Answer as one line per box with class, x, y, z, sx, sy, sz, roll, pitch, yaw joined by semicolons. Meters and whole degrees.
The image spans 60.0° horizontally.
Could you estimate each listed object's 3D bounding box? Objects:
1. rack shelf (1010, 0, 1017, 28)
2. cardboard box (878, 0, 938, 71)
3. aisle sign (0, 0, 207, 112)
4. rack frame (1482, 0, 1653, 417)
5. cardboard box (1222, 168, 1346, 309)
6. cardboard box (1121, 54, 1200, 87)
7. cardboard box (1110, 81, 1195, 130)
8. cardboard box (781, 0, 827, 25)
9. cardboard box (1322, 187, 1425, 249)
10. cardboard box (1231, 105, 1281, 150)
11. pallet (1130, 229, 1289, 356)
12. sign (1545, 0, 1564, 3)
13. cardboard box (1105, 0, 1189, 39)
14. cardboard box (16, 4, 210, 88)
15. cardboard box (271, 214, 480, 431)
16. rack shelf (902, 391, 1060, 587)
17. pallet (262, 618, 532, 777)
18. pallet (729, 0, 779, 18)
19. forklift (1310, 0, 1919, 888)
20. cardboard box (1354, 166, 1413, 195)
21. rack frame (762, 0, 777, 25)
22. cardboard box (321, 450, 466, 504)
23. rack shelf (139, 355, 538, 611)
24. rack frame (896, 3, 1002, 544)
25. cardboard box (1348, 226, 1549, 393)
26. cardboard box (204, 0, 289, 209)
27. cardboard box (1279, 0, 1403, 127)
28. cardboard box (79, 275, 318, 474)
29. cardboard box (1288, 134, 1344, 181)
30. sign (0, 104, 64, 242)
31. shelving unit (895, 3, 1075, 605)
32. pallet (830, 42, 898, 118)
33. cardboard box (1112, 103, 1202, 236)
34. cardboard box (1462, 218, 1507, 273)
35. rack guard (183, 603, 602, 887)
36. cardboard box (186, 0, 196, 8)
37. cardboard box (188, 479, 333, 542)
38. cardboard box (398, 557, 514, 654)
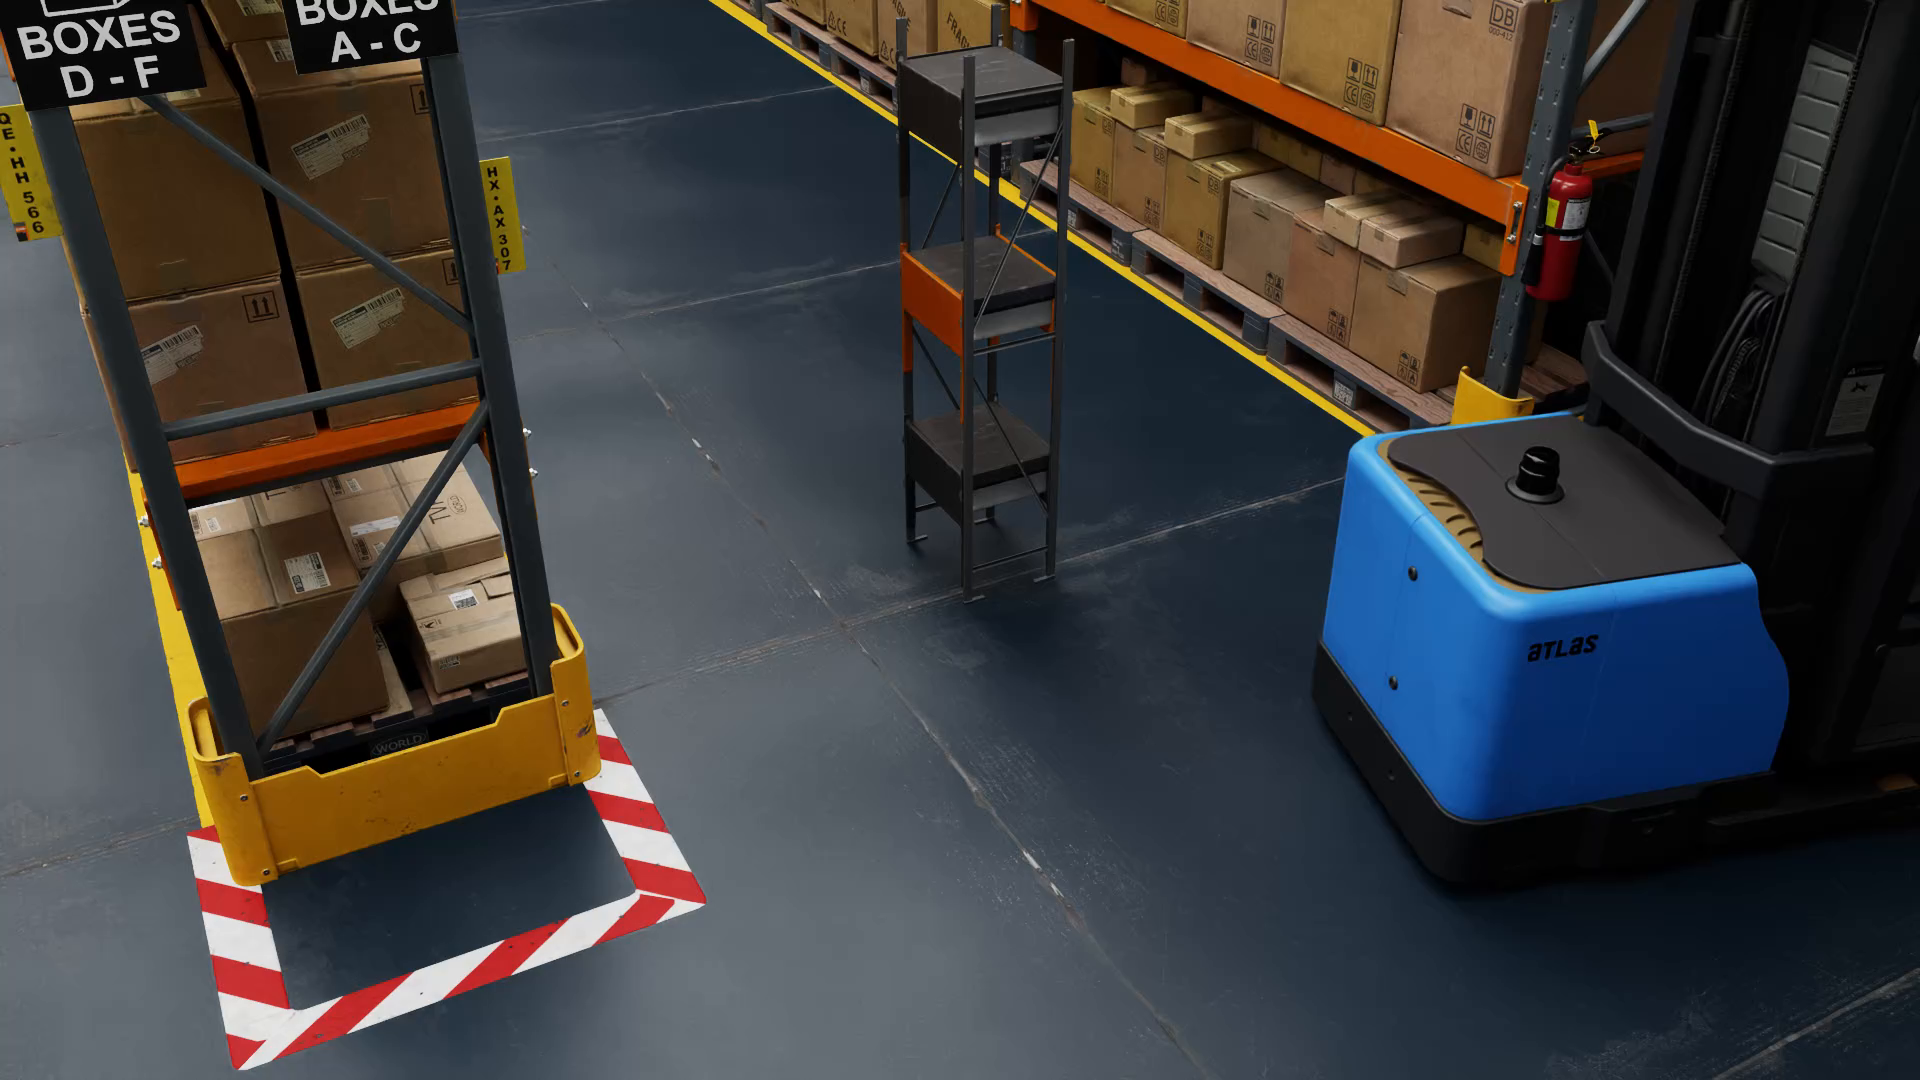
rack shelf;-0.154;-4.190;11.176;1.077;0.370;4.000;-16;36;-23
cardboard box;-0.057;-3.511;11.053;0.750;0.750;0.750;-15;35;-22
aisle sign;-1.976;-1.366;3.692;0.394;0.787;0.004;-16;36;-23
rack frame;2.643;-1.629;6.512;1.000;3.000;0.127;-16;36;-23
cardboard box;1.760;-1.541;8.303;0.700;0.500;0.500;-17;36;-25
cardboard box;1.145;-2.672;9.466;0.380;0.149;0.250;-16;36;-23
cardboard box;1.035;-2.343;8.954;0.380;0.149;0.250;-15;35;-22
cardboard box;-0.860;-4.335;12.339;0.750;0.750;0.750;-16;36;-24
cardboard box;1.888;-1.473;7.595;0.380;0.149;0.250;-15;36;-22
cardboard box;1.632;-2.175;8.690;0.380;0.149;0.250;-15;36;-23
pallet;1.637;-1.398;8.737;1.003;0.211;1.213;-16;36;-23
sign;2.157;-2.087;5.933;0.100;0.325;0.005;-16;36;-23
cardboard box;1.352;-3.052;8.455;0.980;0.700;0.700;-17;36;-24
cardboard box;-2.424;-1.229;4.868;0.500;0.500;0.500;-15;36;-22
cardboard box;-1.711;-0.702;4.972;0.500;0.500;0.500;-15;36;-22
rack shelf;0.077;-0.204;6.445;0.431;0.518;0.480;-16;36;-23
pallet;-2.145;0.376;5.967;1.003;0.211;1.213;-16;36;-23
pallet;-1.450;-4.646;13.806;1.003;0.211;1.213;-16;36;-23
forklift;2.790;-0.593;4.959;3.031;2.935;1.130;-7;33;-11
cardboard box;2.111;-1.687;7.929;0.380;0.149;0.250;-16;36;-23
rack frame;-1.087;-5.447;12.471;1.000;3.000;0.127;-16;36;-23
cardboard box;-2.206;-0.217;6.449;0.500;0.250;0.500;-16;36;-23
rack shelf;-2.670;-1.033;6.249;1.077;0.370;4.000;-16;36;-23
rack frame;-0.037;-0.922;6.242;0.400;2.100;0.015;-16;36;-23
cardboard box;2.229;-1.062;7.555;0.700;0.500;0.500;-16;36;-23
cardboard box;-1.961;-1.370;5.088;0.500;0.500;0.500;-15;36;-23
cardboard box;2.048;-2.341;7.345;0.980;0.700;0.700;-16;36;-23
cardboard box;-2.187;-0.569;4.764;0.500;0.500;0.500;-15;35;-22
cardboard box;1.871;-1.931;8.310;0.380;0.149;0.250;-15;36;-23
sign;-2.237;-0.872;3.964;0.100;0.325;0.005;-16;36;-23
shelving unit;0.077;-0.805;6.060;0.431;2.100;0.503;-16;36;-23
pallet;-0.221;-3.296;11.699;1.003;0.211;1.213;-16;36;-23
cardboard box;1.268;-2.039;9.080;0.700;0.500;0.500;-16;36;-24
cardboard box;2.464;-1.326;7.366;0.380;0.149;0.250;-16;36;-23
rack guard;-1.773;0.635;5.296;1.175;0.500;0.348;-16;36;-23
cardboard box;-2.428;-1.852;5.841;0.500;0.500;0.500;-16;36;-24
cardboard box;-2.625;-0.067;6.215;0.500;0.250;0.500;-16;36;-23
cardboard box;-1.745;0.221;5.843;0.380;0.166;0.250;-16;36;-23
